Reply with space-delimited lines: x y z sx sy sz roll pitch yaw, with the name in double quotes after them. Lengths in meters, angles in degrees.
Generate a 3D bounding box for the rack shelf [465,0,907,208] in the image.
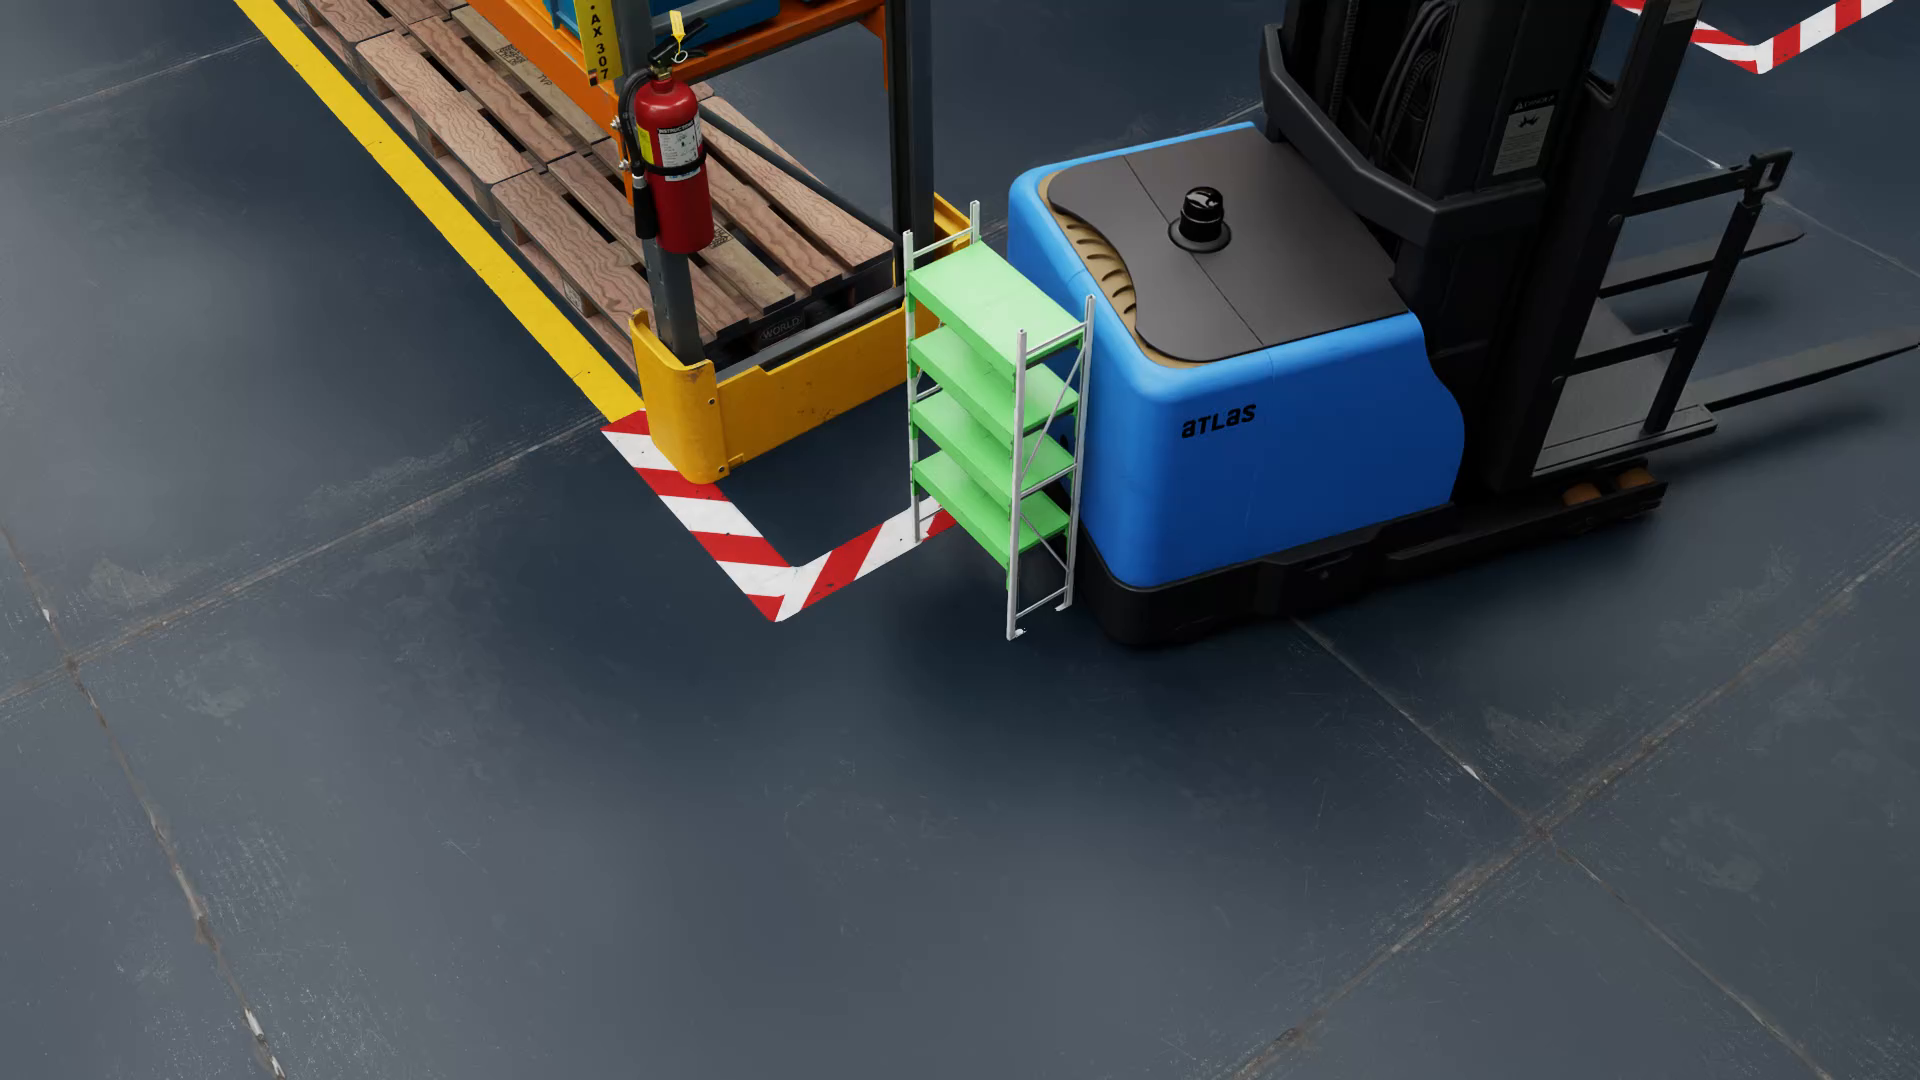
-1.728 -2.477 5.957 1.077 0.370 4.000 -29 54 -24 "rack shelf"

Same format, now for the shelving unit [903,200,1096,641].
0.096 -0.304 4.715 0.258 1.200 0.503 -29 54 -24 "shelving unit"

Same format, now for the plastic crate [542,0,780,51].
-0.869 -1.685 4.689 0.616 0.435 0.499 -29 54 -24 "plastic crate"

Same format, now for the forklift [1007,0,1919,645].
1.698 -1.357 4.502 3.031 2.935 1.130 -15 50 -13 "forklift"

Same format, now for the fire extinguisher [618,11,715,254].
-0.788 -1.095 4.522 0.296 0.674 0.183 -29 54 -24 "fire extinguisher"

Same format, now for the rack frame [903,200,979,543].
-0.049 -0.450 4.847 0.240 1.200 0.015 -29 54 -24 "rack frame"

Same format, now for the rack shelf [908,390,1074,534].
0.096 -0.261 4.762 0.258 0.148 0.480 -29 54 -24 "rack shelf"

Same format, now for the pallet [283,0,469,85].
-2.463 -2.545 7.415 1.003 0.211 1.213 -29 54 -24 "pallet"

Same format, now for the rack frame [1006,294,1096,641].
0.241 -0.159 4.583 0.240 1.200 0.015 -29 54 -24 "rack frame"

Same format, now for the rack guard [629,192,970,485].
-0.492 -0.691 5.539 1.175 0.500 0.348 -29 54 -24 "rack guard"

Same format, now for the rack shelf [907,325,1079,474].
0.096 -0.423 4.585 0.258 0.148 0.480 -29 54 -24 "rack shelf"

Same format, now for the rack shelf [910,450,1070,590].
0.096 -0.100 4.940 0.258 0.148 0.480 -29 54 -24 "rack shelf"

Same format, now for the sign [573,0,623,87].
-0.945 -1.338 4.328 0.100 0.325 0.005 -29 54 -24 "sign"

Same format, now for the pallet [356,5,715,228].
-1.720 -1.825 6.762 1.003 0.211 1.213 -29 54 -24 "pallet"

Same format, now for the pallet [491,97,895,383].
-0.986 -1.106 6.111 1.003 0.211 1.213 -29 54 -24 "pallet"

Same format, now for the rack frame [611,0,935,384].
-0.517 -1.539 4.621 1.000 3.000 0.127 -29 54 -24 "rack frame"

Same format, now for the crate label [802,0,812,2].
-0.405 -1.797 4.927 0.416 0.233 0.303 -29 54 -24 "crate label"

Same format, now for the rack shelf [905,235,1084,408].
0.096 -0.585 4.408 0.258 0.148 0.480 -29 54 -24 "rack shelf"
